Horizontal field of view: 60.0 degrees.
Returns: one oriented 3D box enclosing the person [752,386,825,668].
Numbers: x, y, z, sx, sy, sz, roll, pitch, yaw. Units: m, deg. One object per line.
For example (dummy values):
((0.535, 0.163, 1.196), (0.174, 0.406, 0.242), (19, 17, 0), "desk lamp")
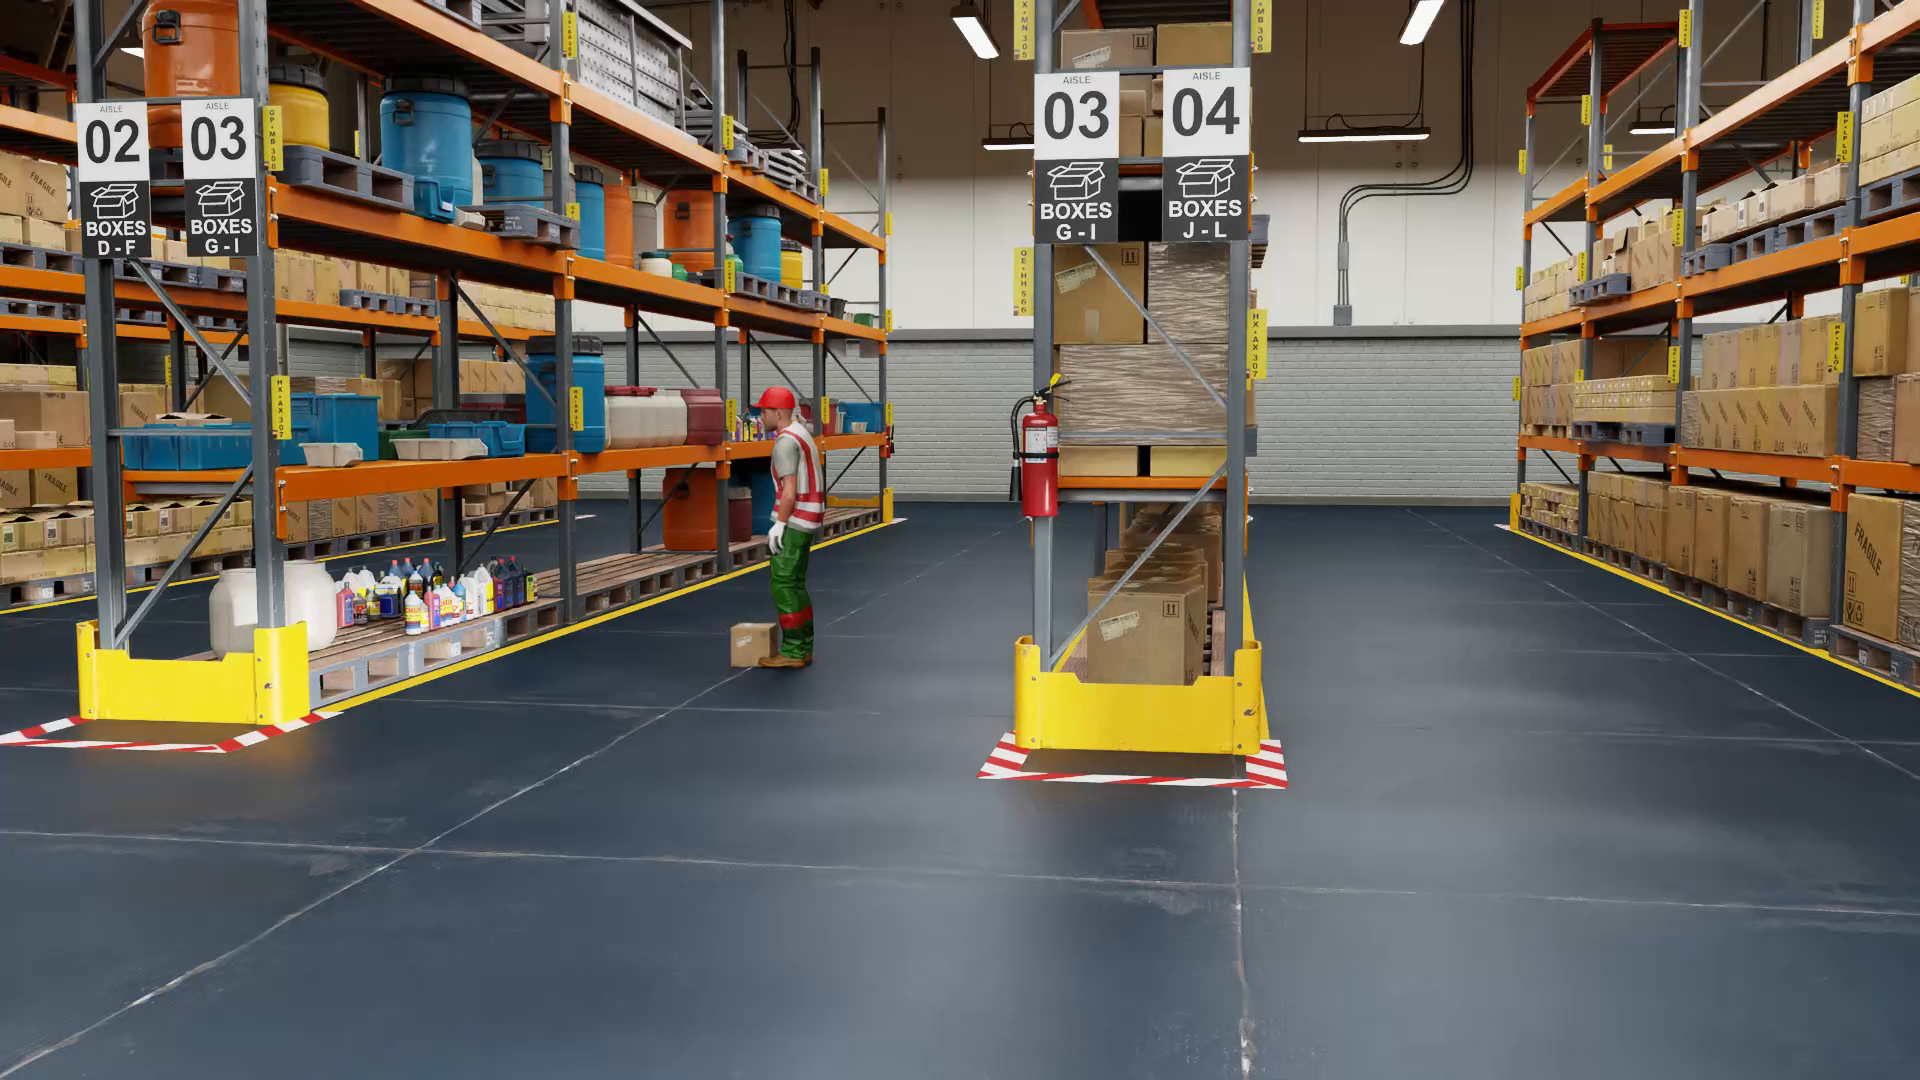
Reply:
((-1.094, -0.085, 10.593), (0.449, 1.778, 0.595), (0, 4, 6), "person")
